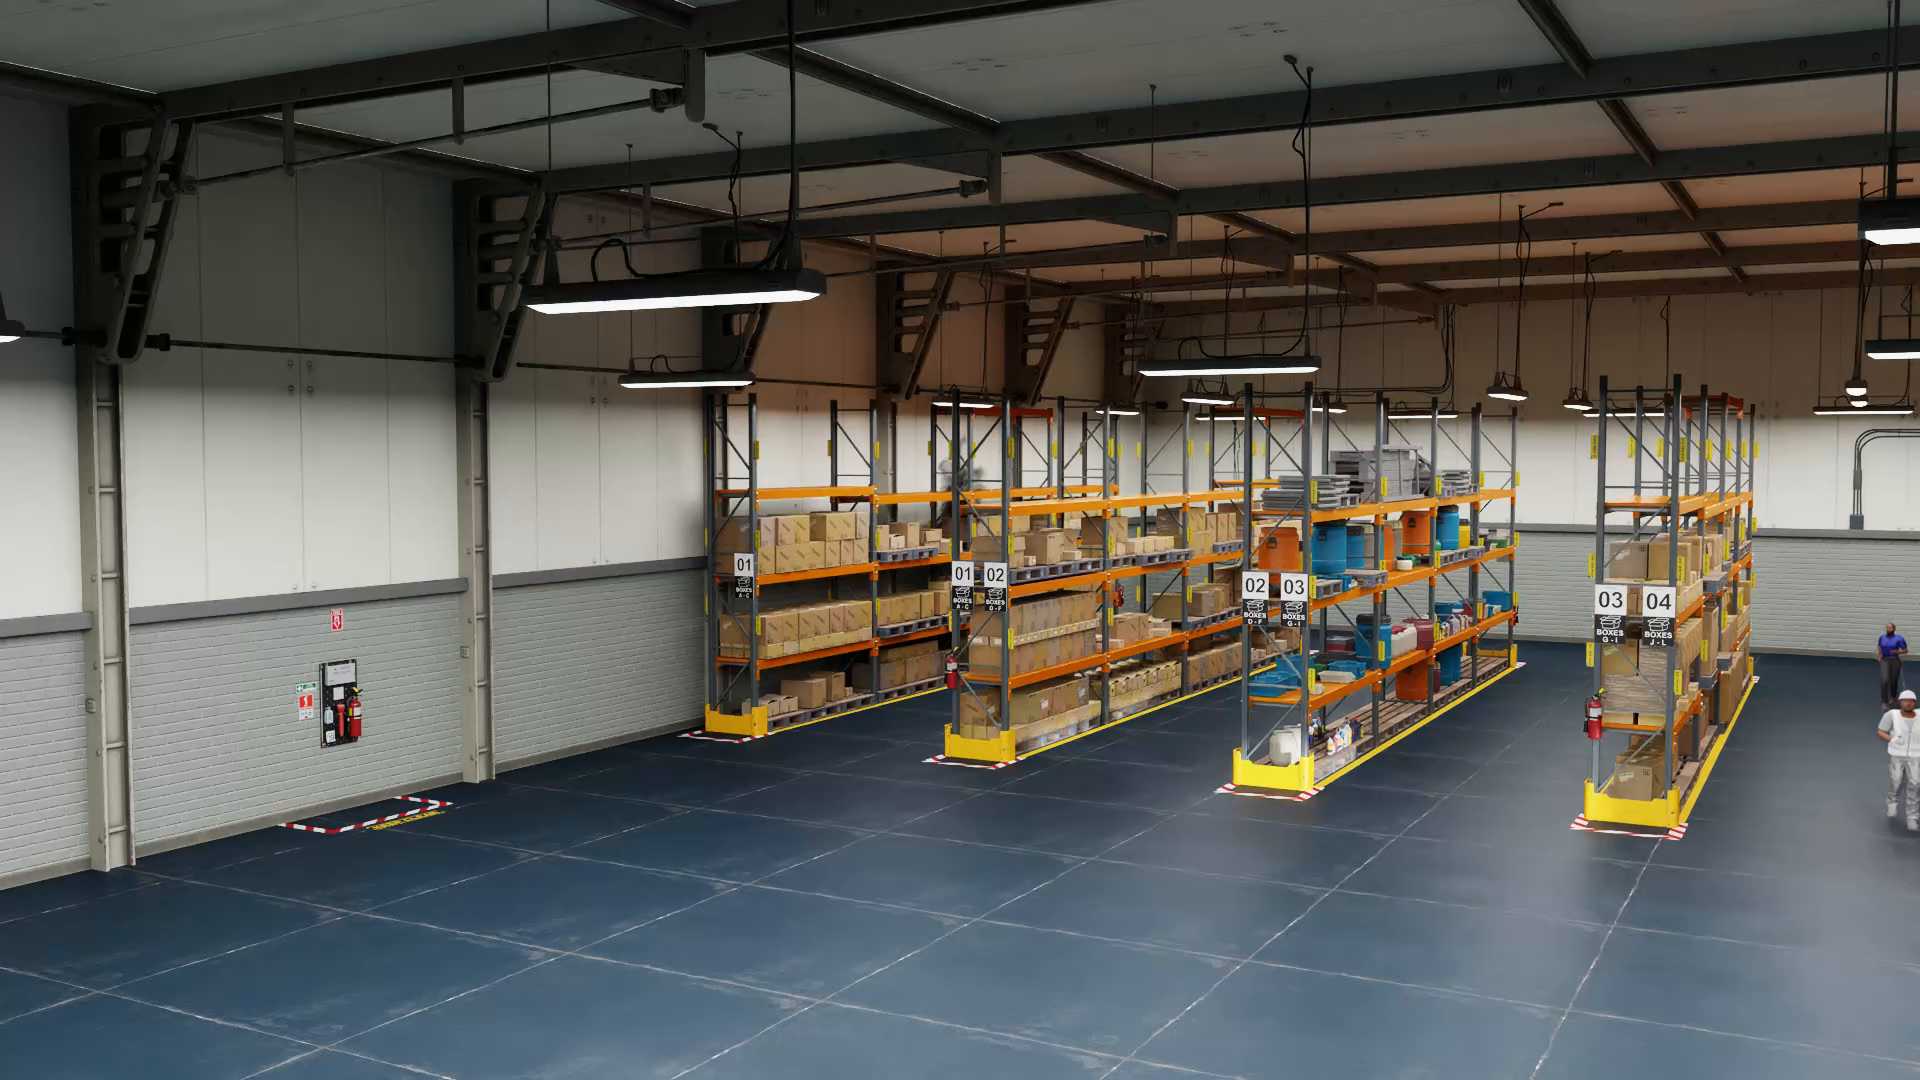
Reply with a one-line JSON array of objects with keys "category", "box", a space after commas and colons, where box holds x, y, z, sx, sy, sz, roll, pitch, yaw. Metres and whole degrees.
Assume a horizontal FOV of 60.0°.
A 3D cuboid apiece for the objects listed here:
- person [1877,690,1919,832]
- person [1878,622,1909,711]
[{"category": "person", "box": [12.628, 2.904, 22.205, 0.706, 1.819, 0.864, 1, 3, 21]}, {"category": "person", "box": [18.064, 2.442, 32.228, 0.561, 1.677, 0.866, 2, 4, 37]}]
